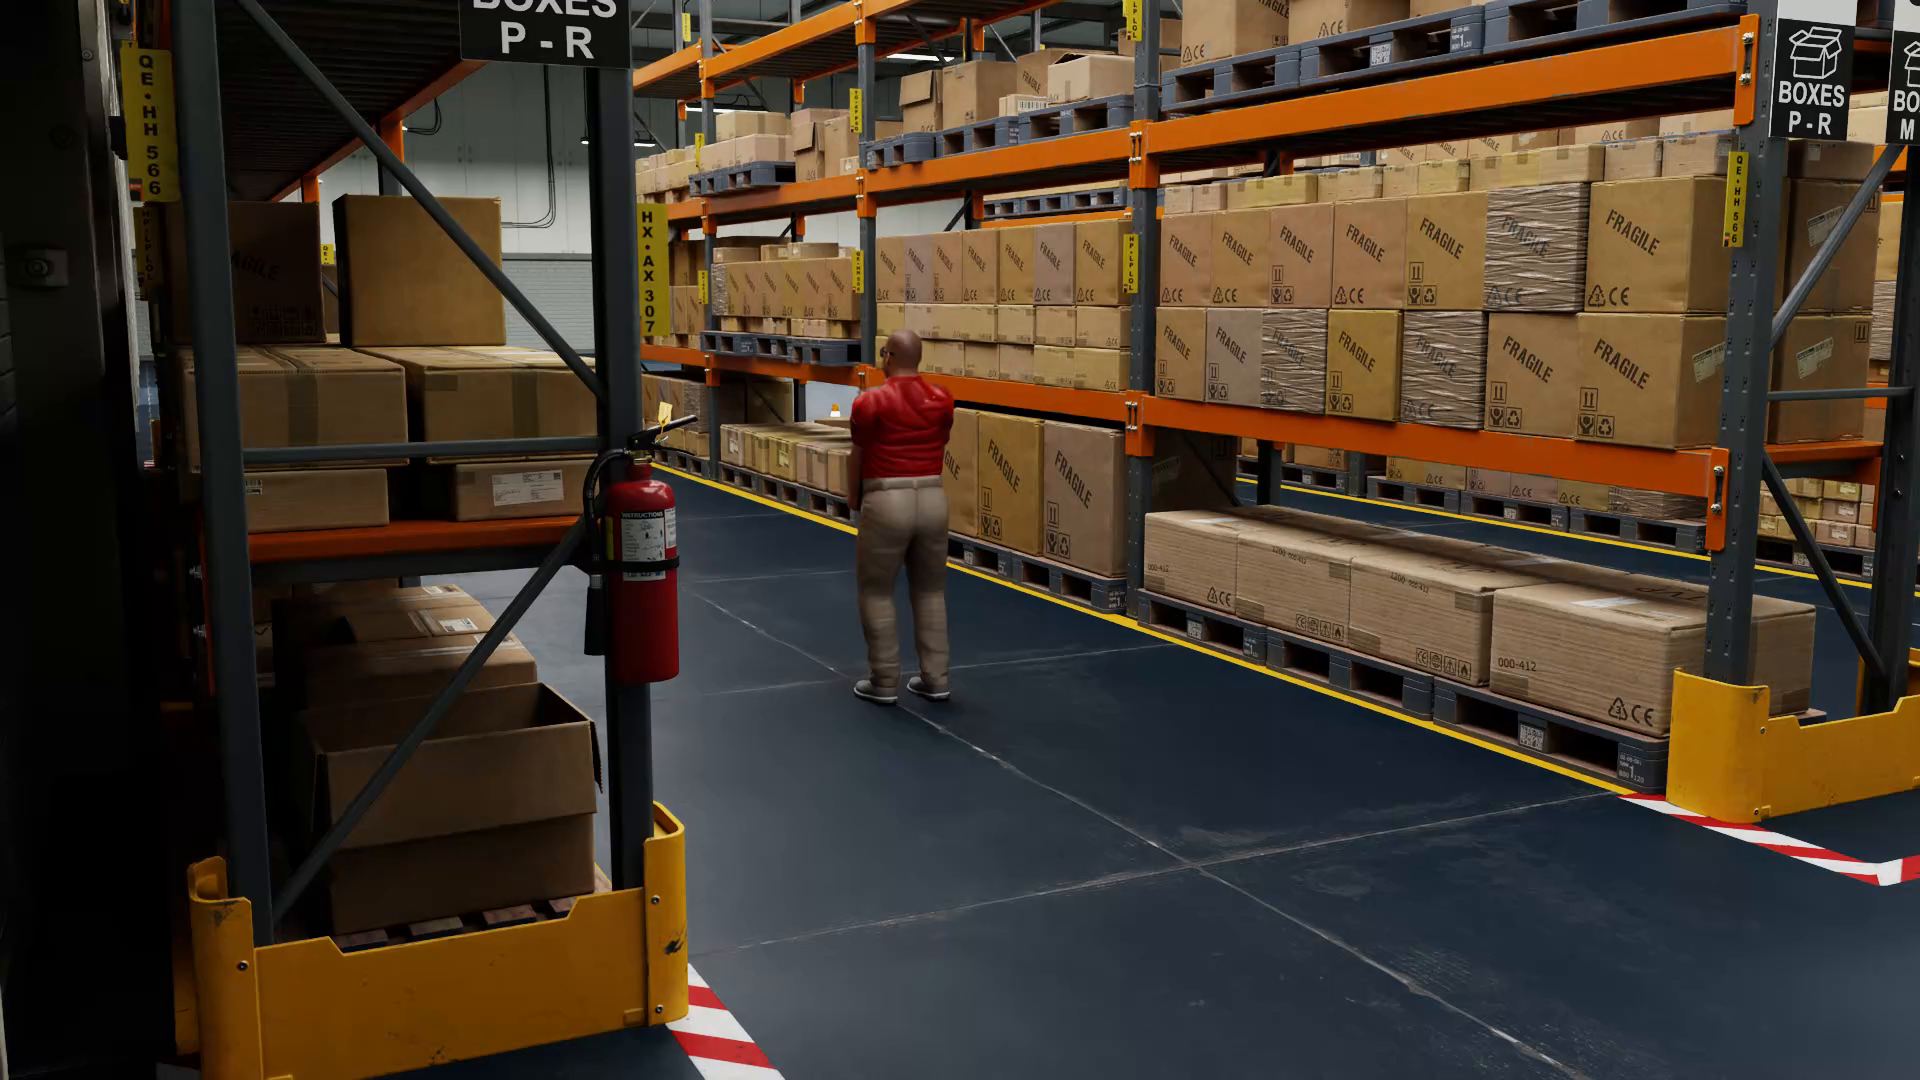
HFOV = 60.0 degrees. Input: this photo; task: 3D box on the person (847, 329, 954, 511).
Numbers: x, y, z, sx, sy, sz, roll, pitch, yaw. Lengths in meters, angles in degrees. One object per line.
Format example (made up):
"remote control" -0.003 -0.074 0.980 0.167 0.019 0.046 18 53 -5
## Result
"person" -0.311 -0.544 7.650 0.494 0.852 0.523 -4 9 -25
